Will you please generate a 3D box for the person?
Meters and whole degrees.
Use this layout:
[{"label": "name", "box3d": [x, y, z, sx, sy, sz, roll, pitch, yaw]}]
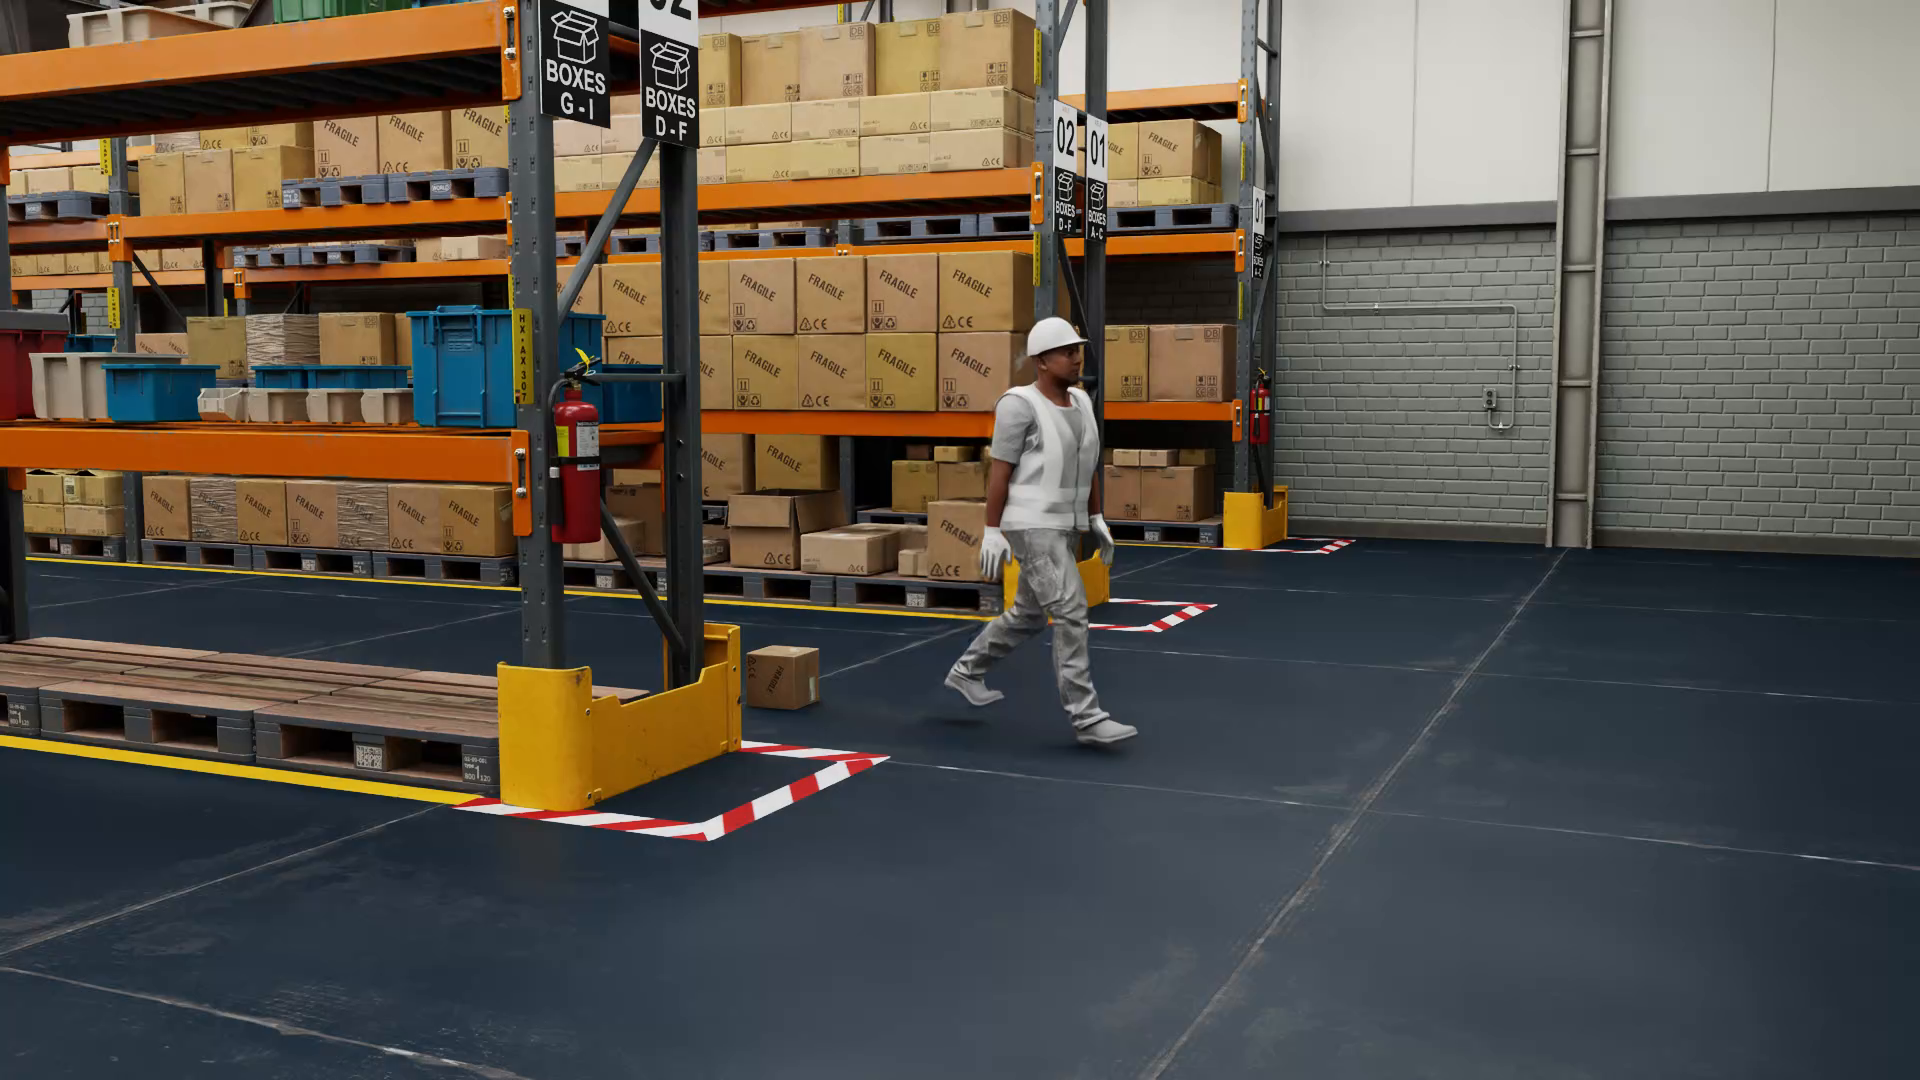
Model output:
[{"label": "person", "box3d": [0.344, -0.050, 6.971, 1.044, 1.745, 0.583, 4, 7, 36]}]
